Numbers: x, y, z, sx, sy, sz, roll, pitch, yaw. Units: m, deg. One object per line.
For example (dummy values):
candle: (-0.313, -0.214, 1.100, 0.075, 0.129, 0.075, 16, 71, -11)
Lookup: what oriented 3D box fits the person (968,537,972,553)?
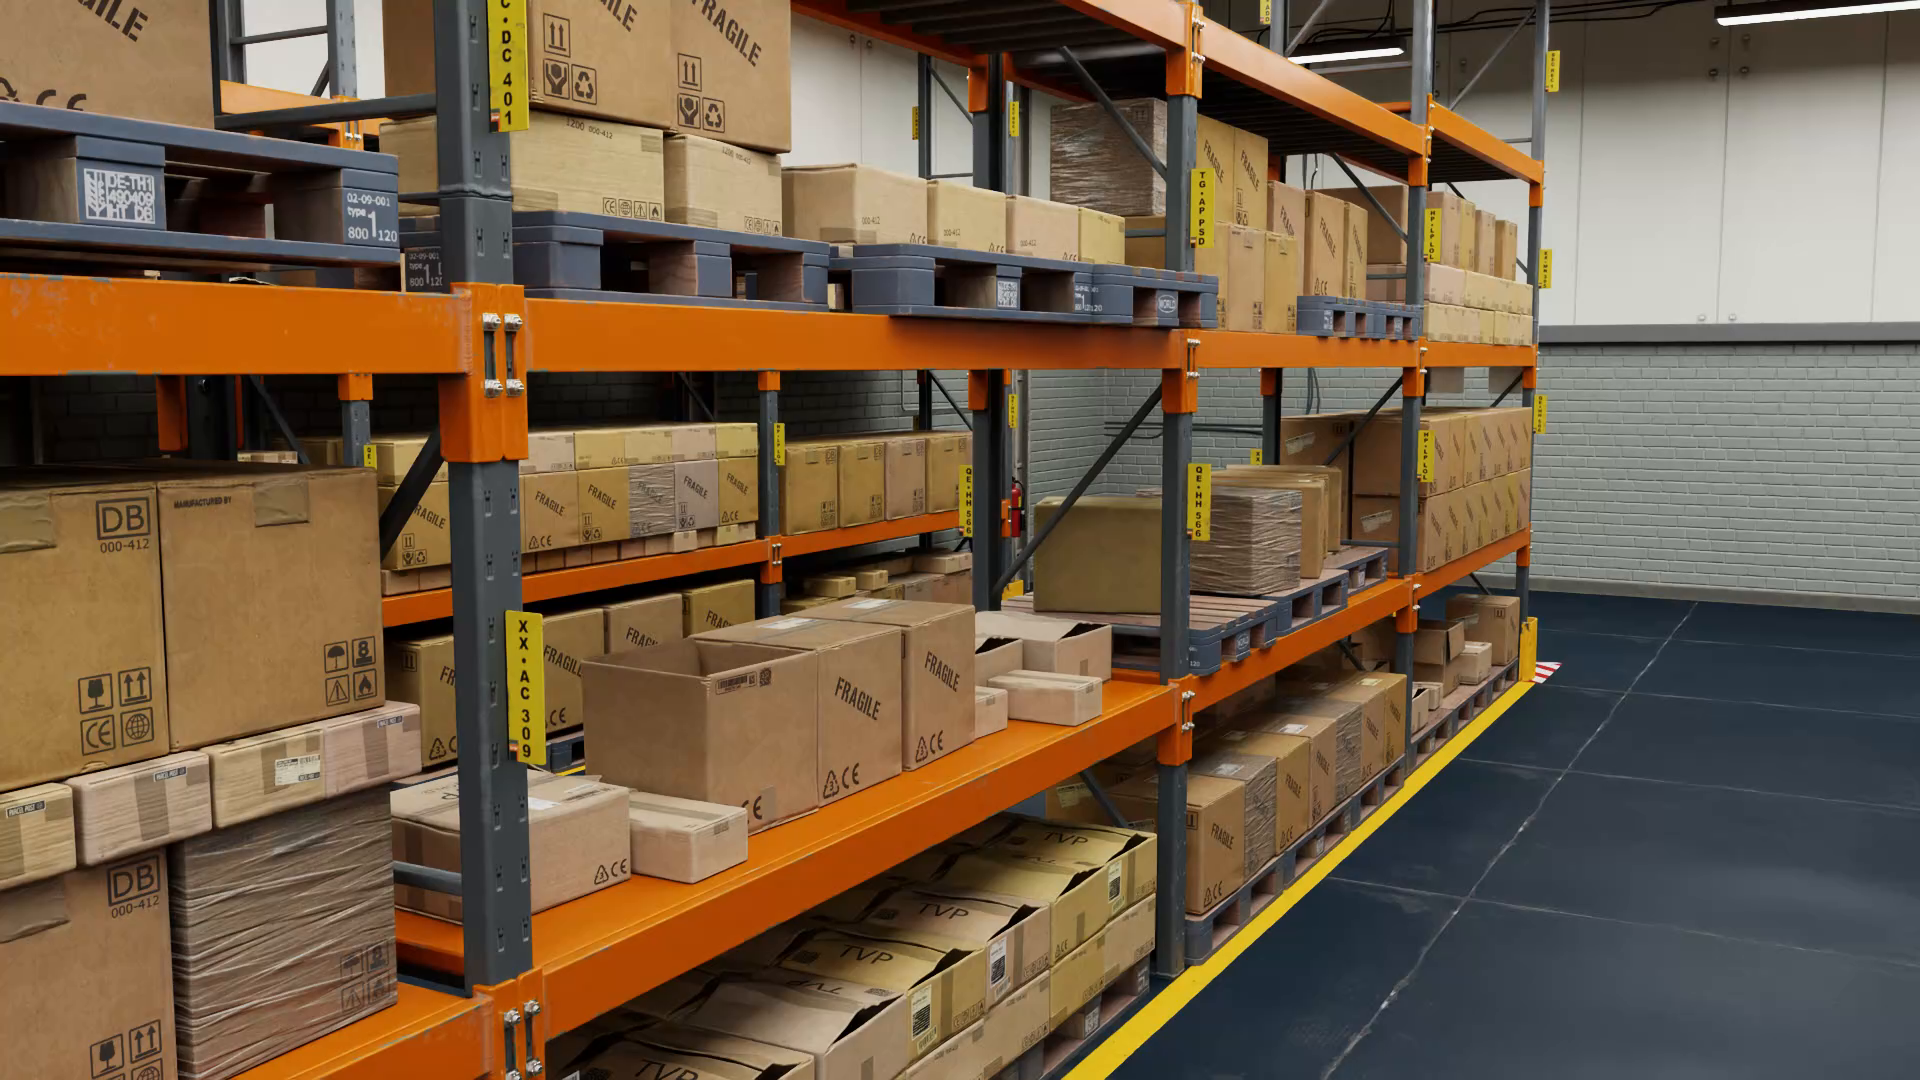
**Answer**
person: (0.261, -0.092, 18.123, 0.390, 1.648, 0.551, 1, 6, 6)
